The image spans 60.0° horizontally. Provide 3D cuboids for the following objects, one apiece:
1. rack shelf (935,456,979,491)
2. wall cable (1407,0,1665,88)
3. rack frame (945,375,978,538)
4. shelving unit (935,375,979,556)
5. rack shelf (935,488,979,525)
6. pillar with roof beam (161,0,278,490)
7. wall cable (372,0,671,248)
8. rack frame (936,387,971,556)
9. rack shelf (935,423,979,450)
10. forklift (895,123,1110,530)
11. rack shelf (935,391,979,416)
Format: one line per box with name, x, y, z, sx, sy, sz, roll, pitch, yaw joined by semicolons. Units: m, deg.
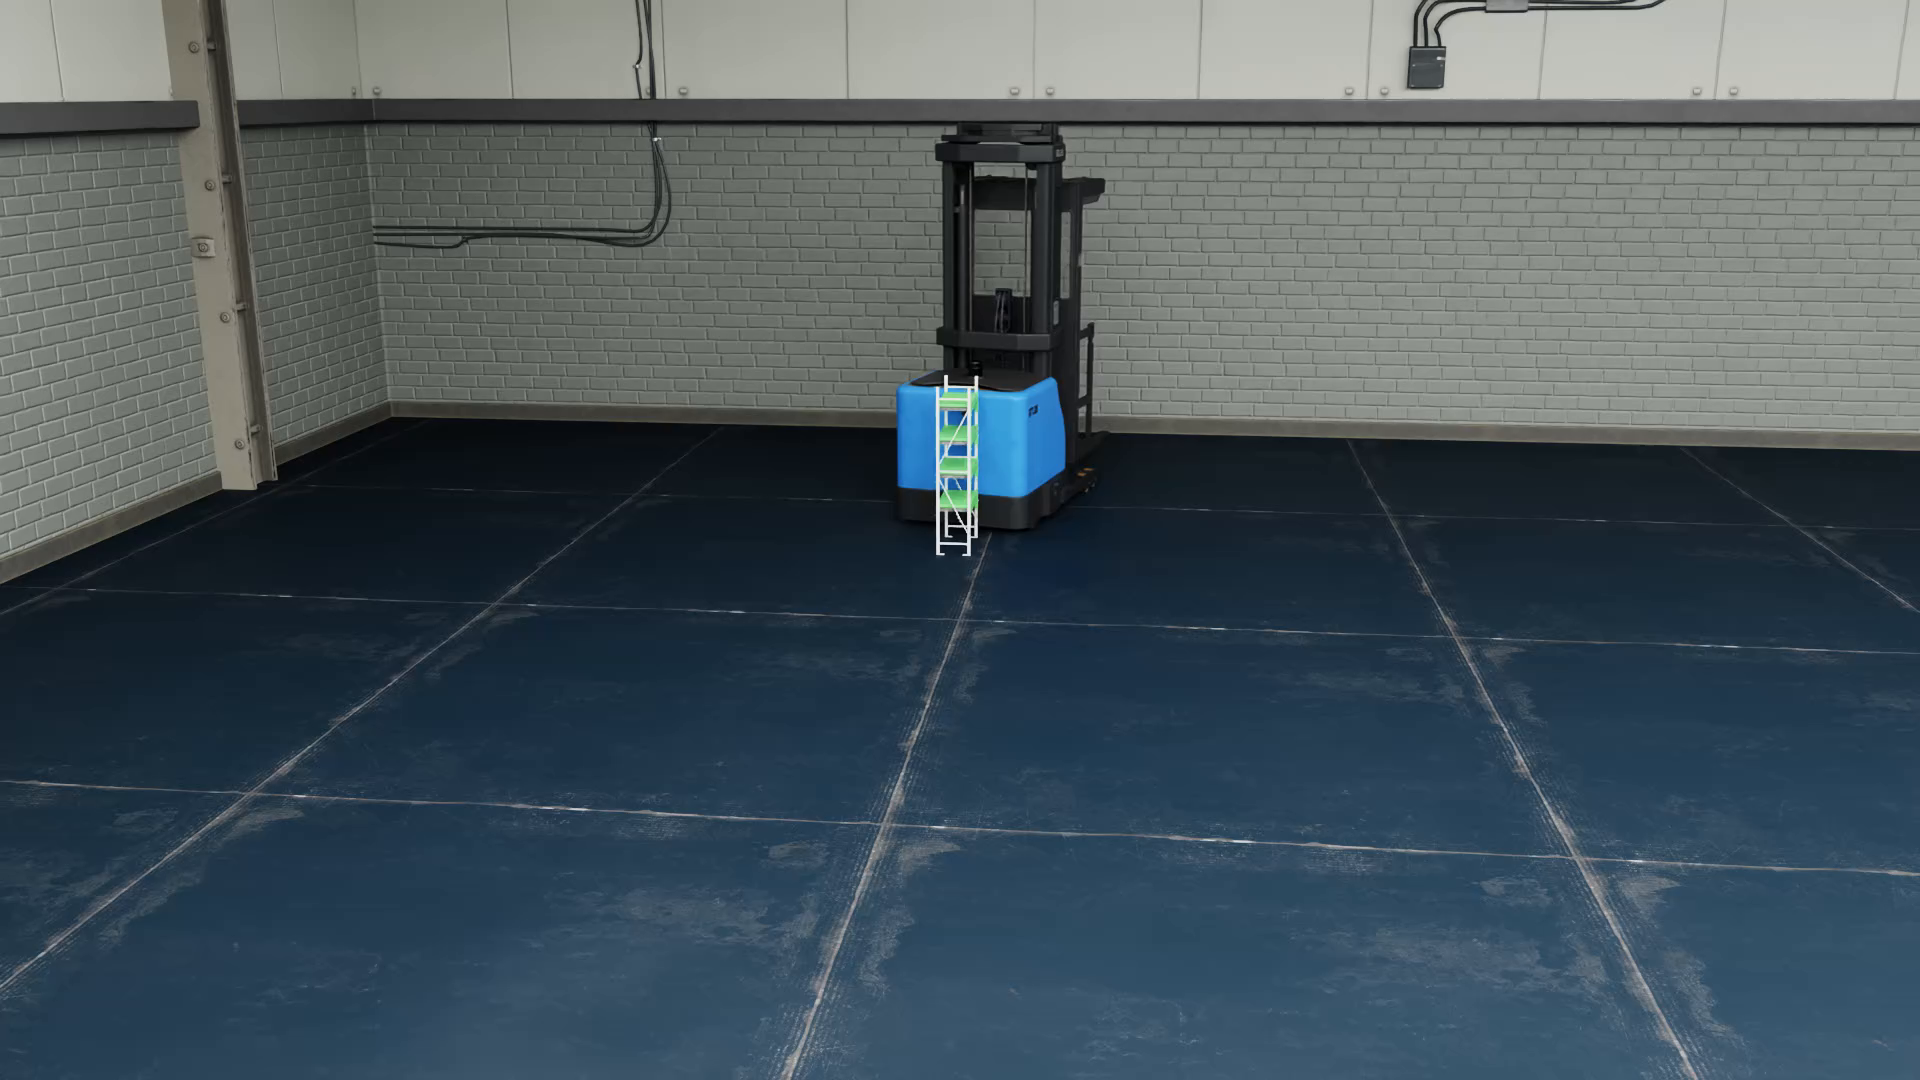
rack shelf;-0.019;-0.475;11.863;0.258;0.148;0.480;2;15;6
wall cable;5.136;-6.895;13.906;2.305;6.003;0.169;2;15;6
rack frame;0.009;-0.600;12.081;0.240;1.200;0.015;2;15;6
shelving unit;-0.019;-0.536;11.847;0.258;1.200;0.503;2;15;6
rack shelf;-0.019;-0.243;11.926;0.258;0.148;0.480;2;15;6
pillar with roof beam;-1.664;-4.685;12.249;9.100;9.000;0.400;2;15;6
wall cable;-4.295;-4.038;15.804;3.097;2.526;0.112;2;15;6
rack frame;-0.046;-0.473;11.613;0.240;1.200;0.015;2;15;6
rack shelf;-0.019;-0.706;11.801;0.258;0.148;0.480;2;15;6
forklift;0.502;-1.831;13.320;1.130;2.935;3.031;6;16;20
rack shelf;-0.019;-0.938;11.738;0.258;0.148;0.480;2;15;6
